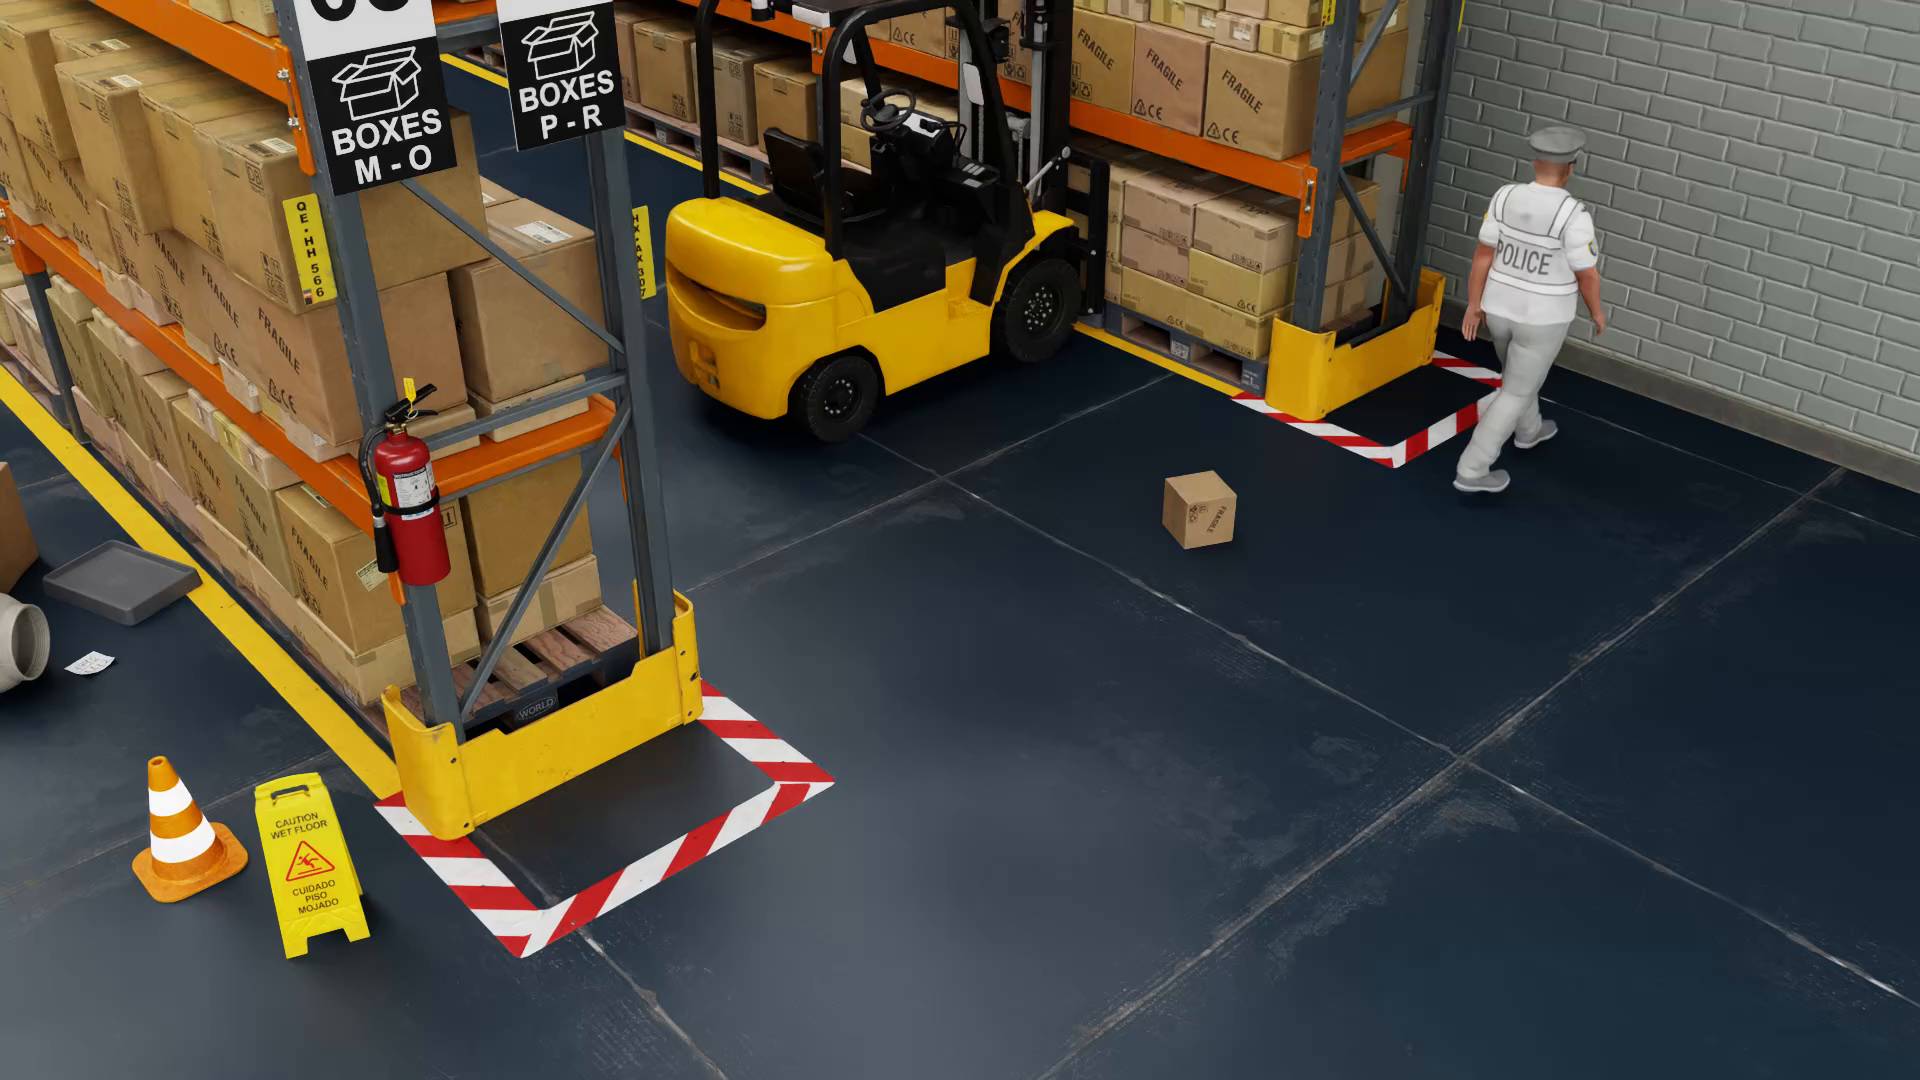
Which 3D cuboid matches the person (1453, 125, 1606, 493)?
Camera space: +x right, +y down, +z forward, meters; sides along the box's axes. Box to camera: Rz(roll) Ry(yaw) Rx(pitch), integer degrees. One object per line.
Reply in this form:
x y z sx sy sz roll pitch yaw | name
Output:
2.752 -1.112 7.913 0.981 1.704 0.554 -21 37 -30 | person
